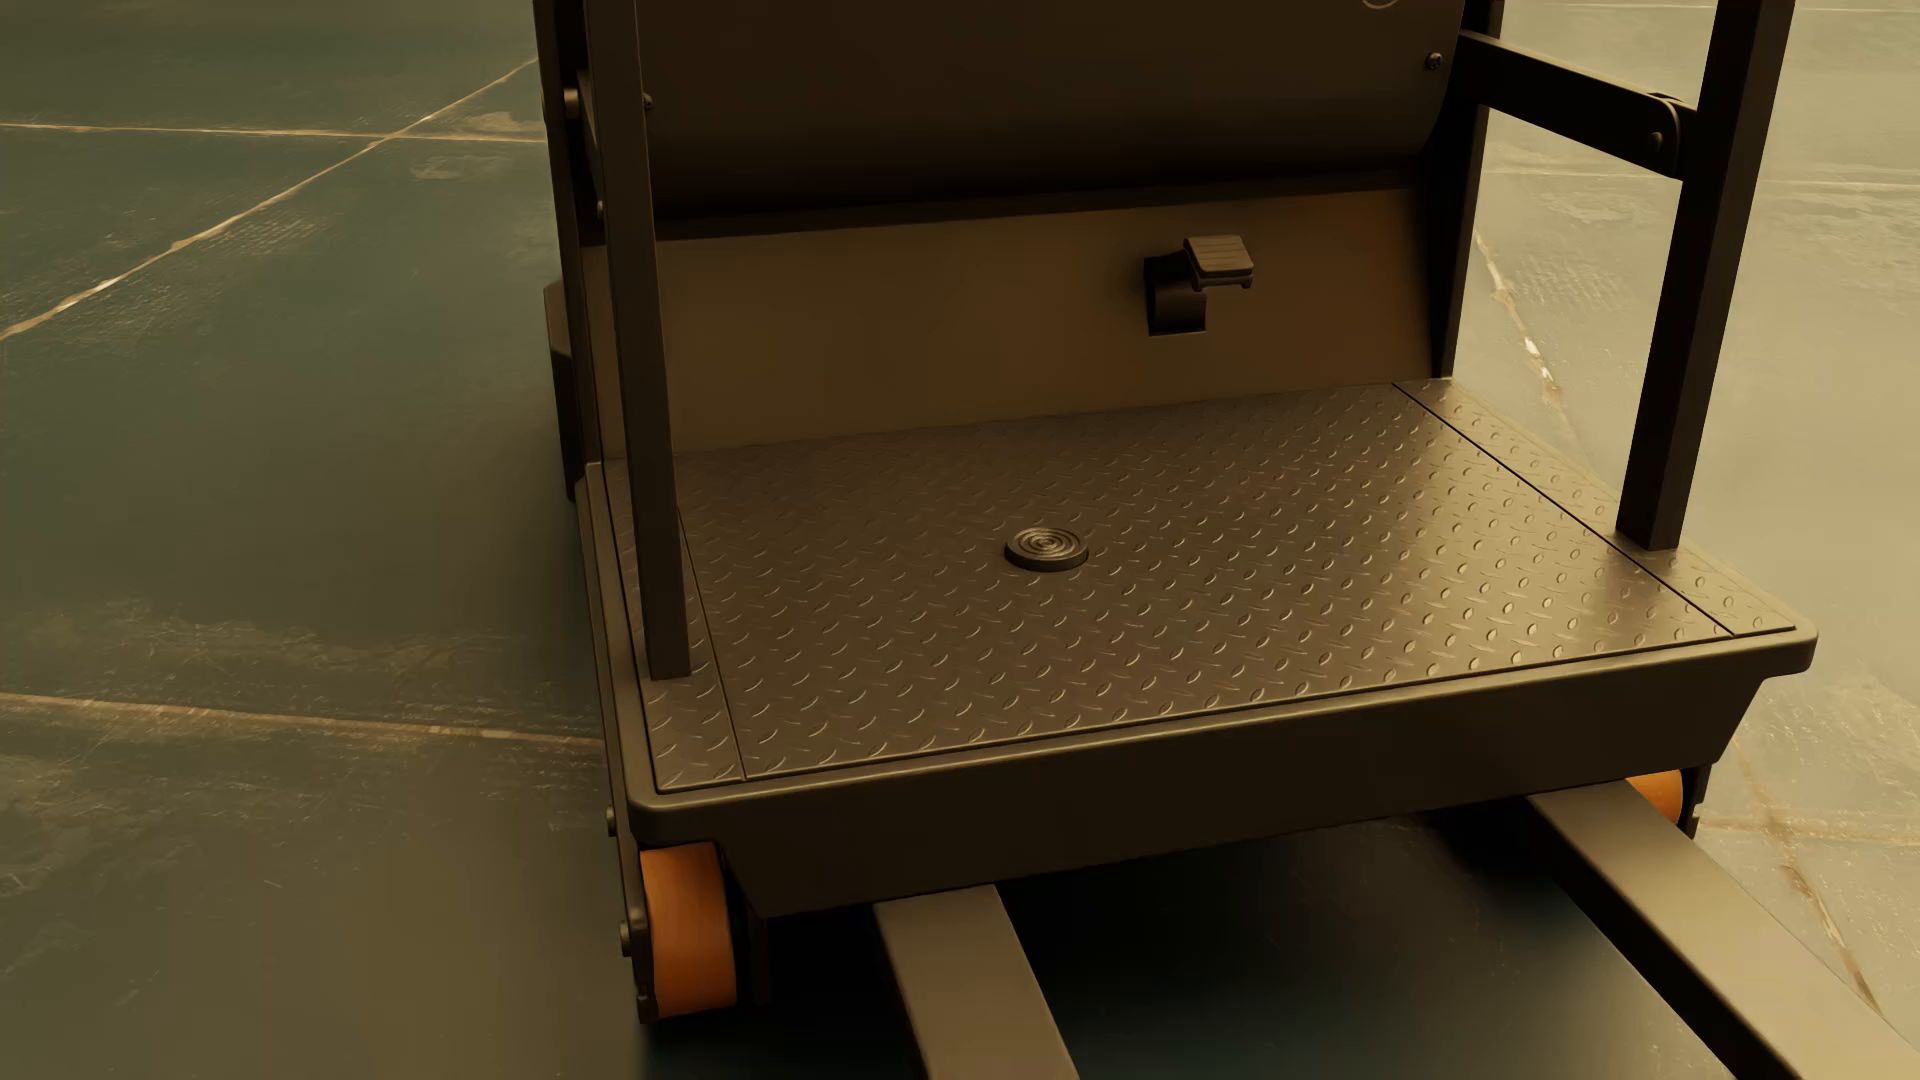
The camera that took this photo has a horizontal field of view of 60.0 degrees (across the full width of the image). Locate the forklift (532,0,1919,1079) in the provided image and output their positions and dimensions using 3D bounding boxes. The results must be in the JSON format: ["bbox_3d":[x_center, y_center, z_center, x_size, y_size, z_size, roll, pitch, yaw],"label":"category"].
[{"bbox_3d":[0.153,-1.049,1.319,1.130,2.935,3.031,-7,27,-13],"label":"forklift"}]
